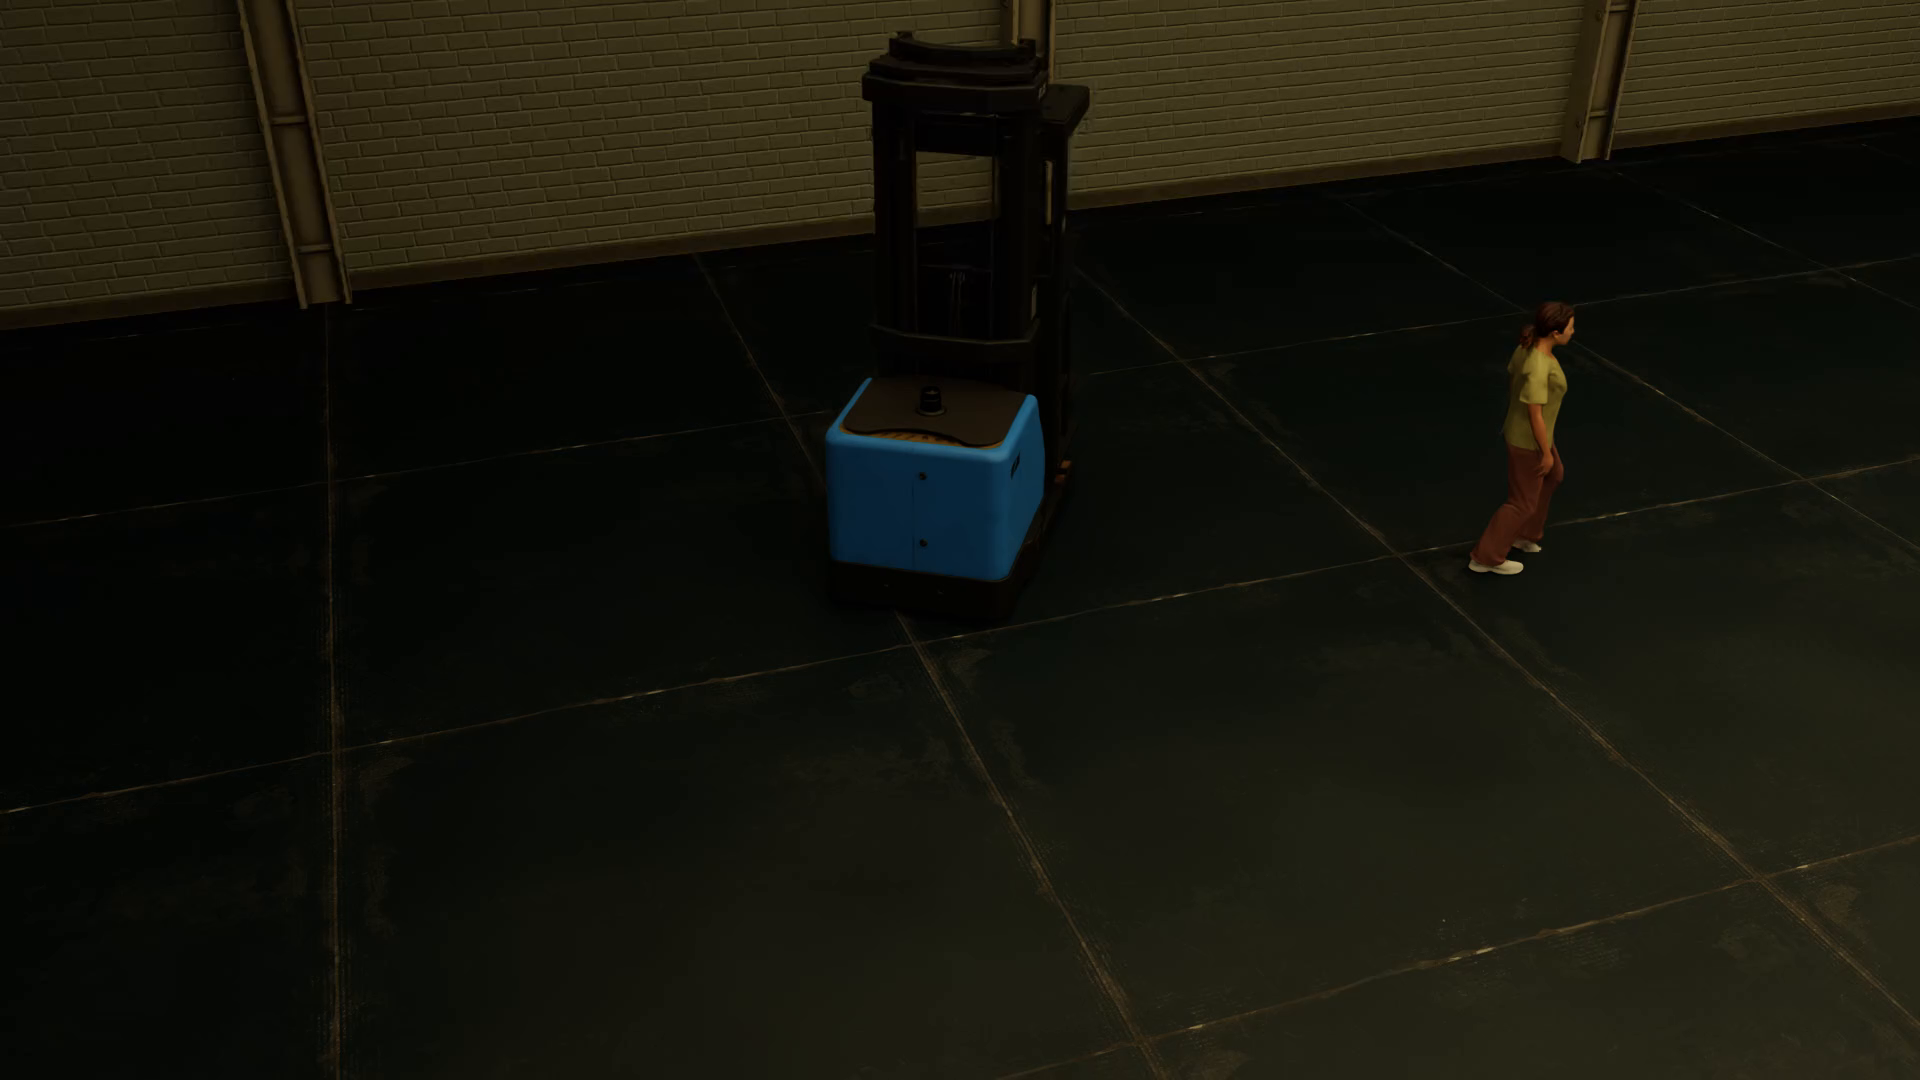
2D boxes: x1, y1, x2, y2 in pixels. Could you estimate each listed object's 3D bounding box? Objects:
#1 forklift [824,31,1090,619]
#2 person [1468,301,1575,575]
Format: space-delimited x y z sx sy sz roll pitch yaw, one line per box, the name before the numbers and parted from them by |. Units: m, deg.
forklift | 0.114 -1.558 9.795 1.130 2.935 3.031 7 31 12
person | 3.227 -0.539 9.366 0.497 1.710 0.564 4 30 6
